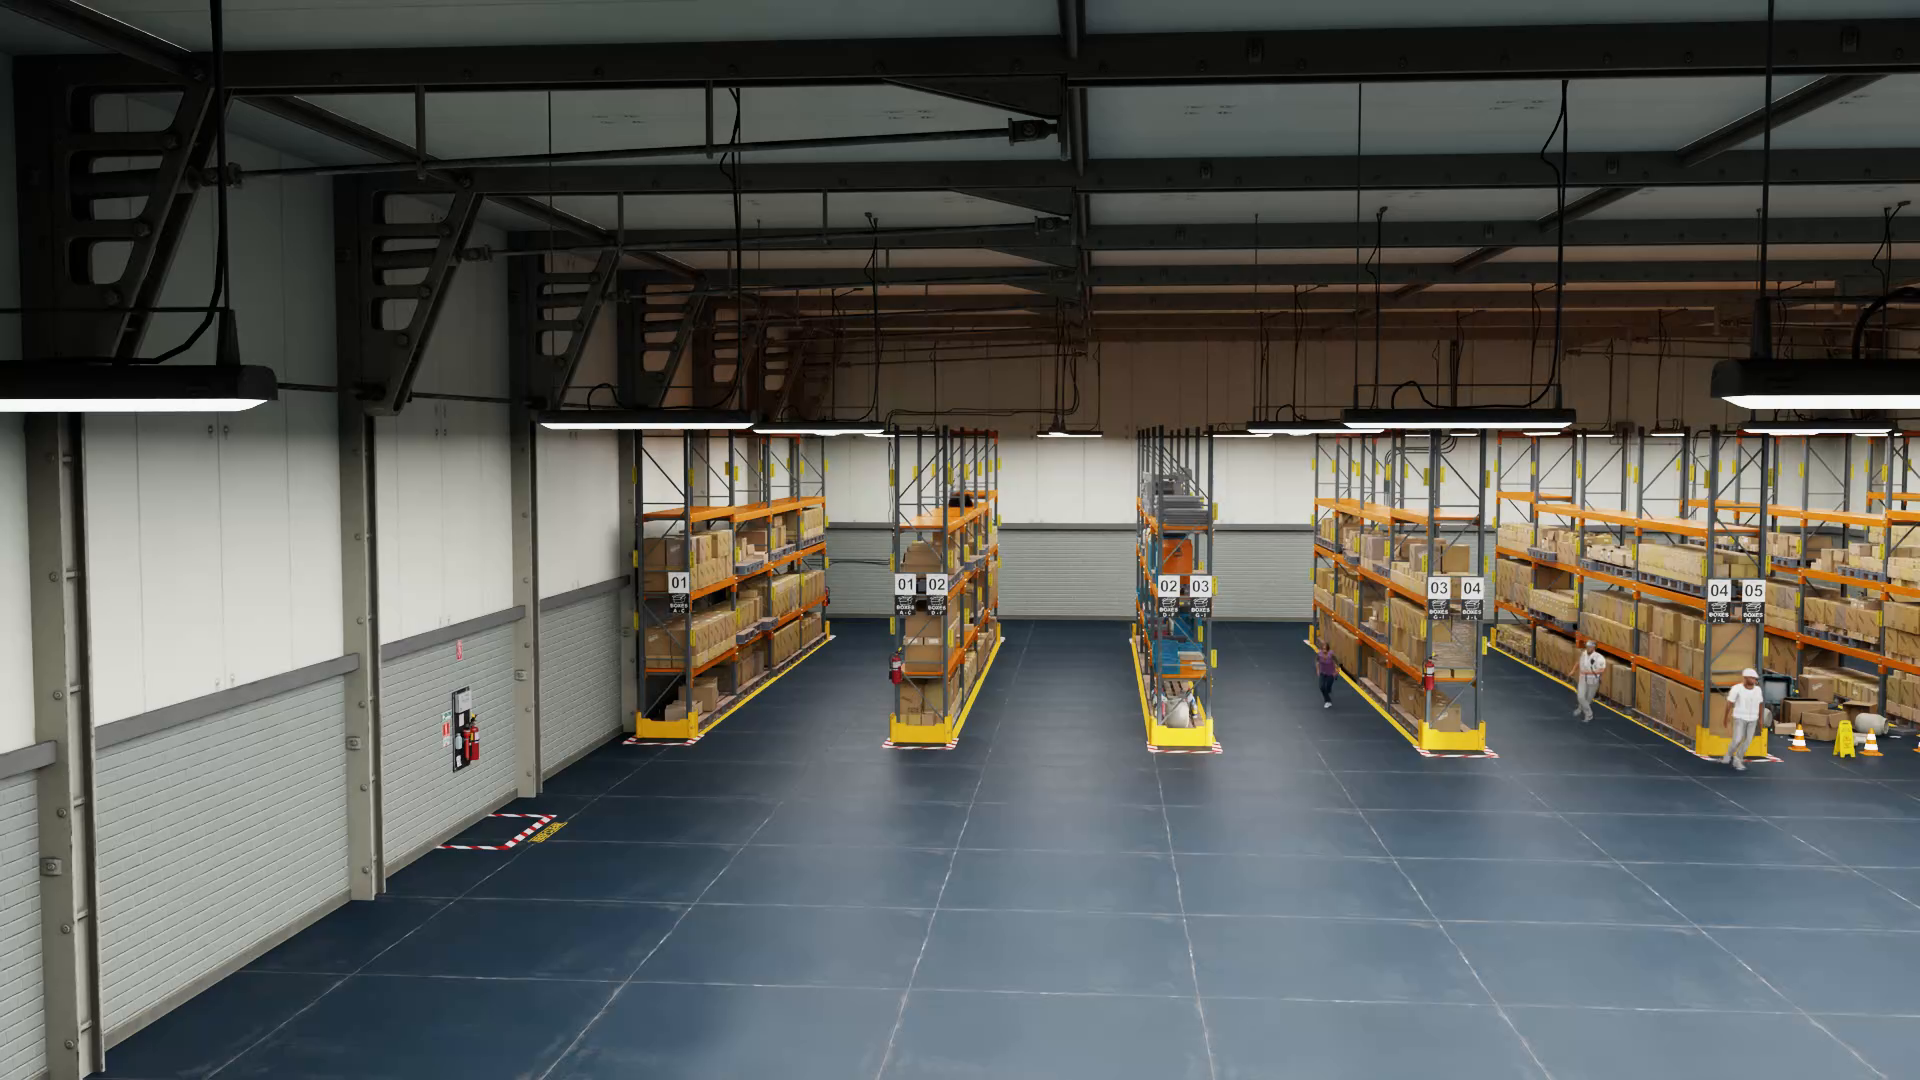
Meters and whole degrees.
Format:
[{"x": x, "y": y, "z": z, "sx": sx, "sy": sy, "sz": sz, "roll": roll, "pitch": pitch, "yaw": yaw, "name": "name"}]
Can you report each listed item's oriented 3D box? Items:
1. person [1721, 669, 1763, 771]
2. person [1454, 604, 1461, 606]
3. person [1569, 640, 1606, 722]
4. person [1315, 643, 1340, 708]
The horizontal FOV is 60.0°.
[{"x": 13.588, "y": 3.111, "z": 28.877, "sx": 0.663, "sy": 1.784, "sz": 0.471, "roll": 0, "pitch": 3, "yaw": -8, "name": "person"}, {"x": 14.318, "y": 2.007, "z": 48.537, "sx": 0.677, "sy": 1.614, "sz": 0.539, "roll": 2, "pitch": 4, "yaw": 34, "name": "person"}, {"x": 12.822, "y": 2.860, "z": 33.936, "sx": 0.782, "sy": 1.717, "sz": 0.691, "roll": 3, "pitch": 4, "yaw": 38, "name": "person"}, {"x": 7.904, "y": 2.874, "z": 35.694, "sx": 0.543, "sy": 1.423, "sz": 0.909, "roll": 1, "pitch": 4, "yaw": 22, "name": "person"}]
